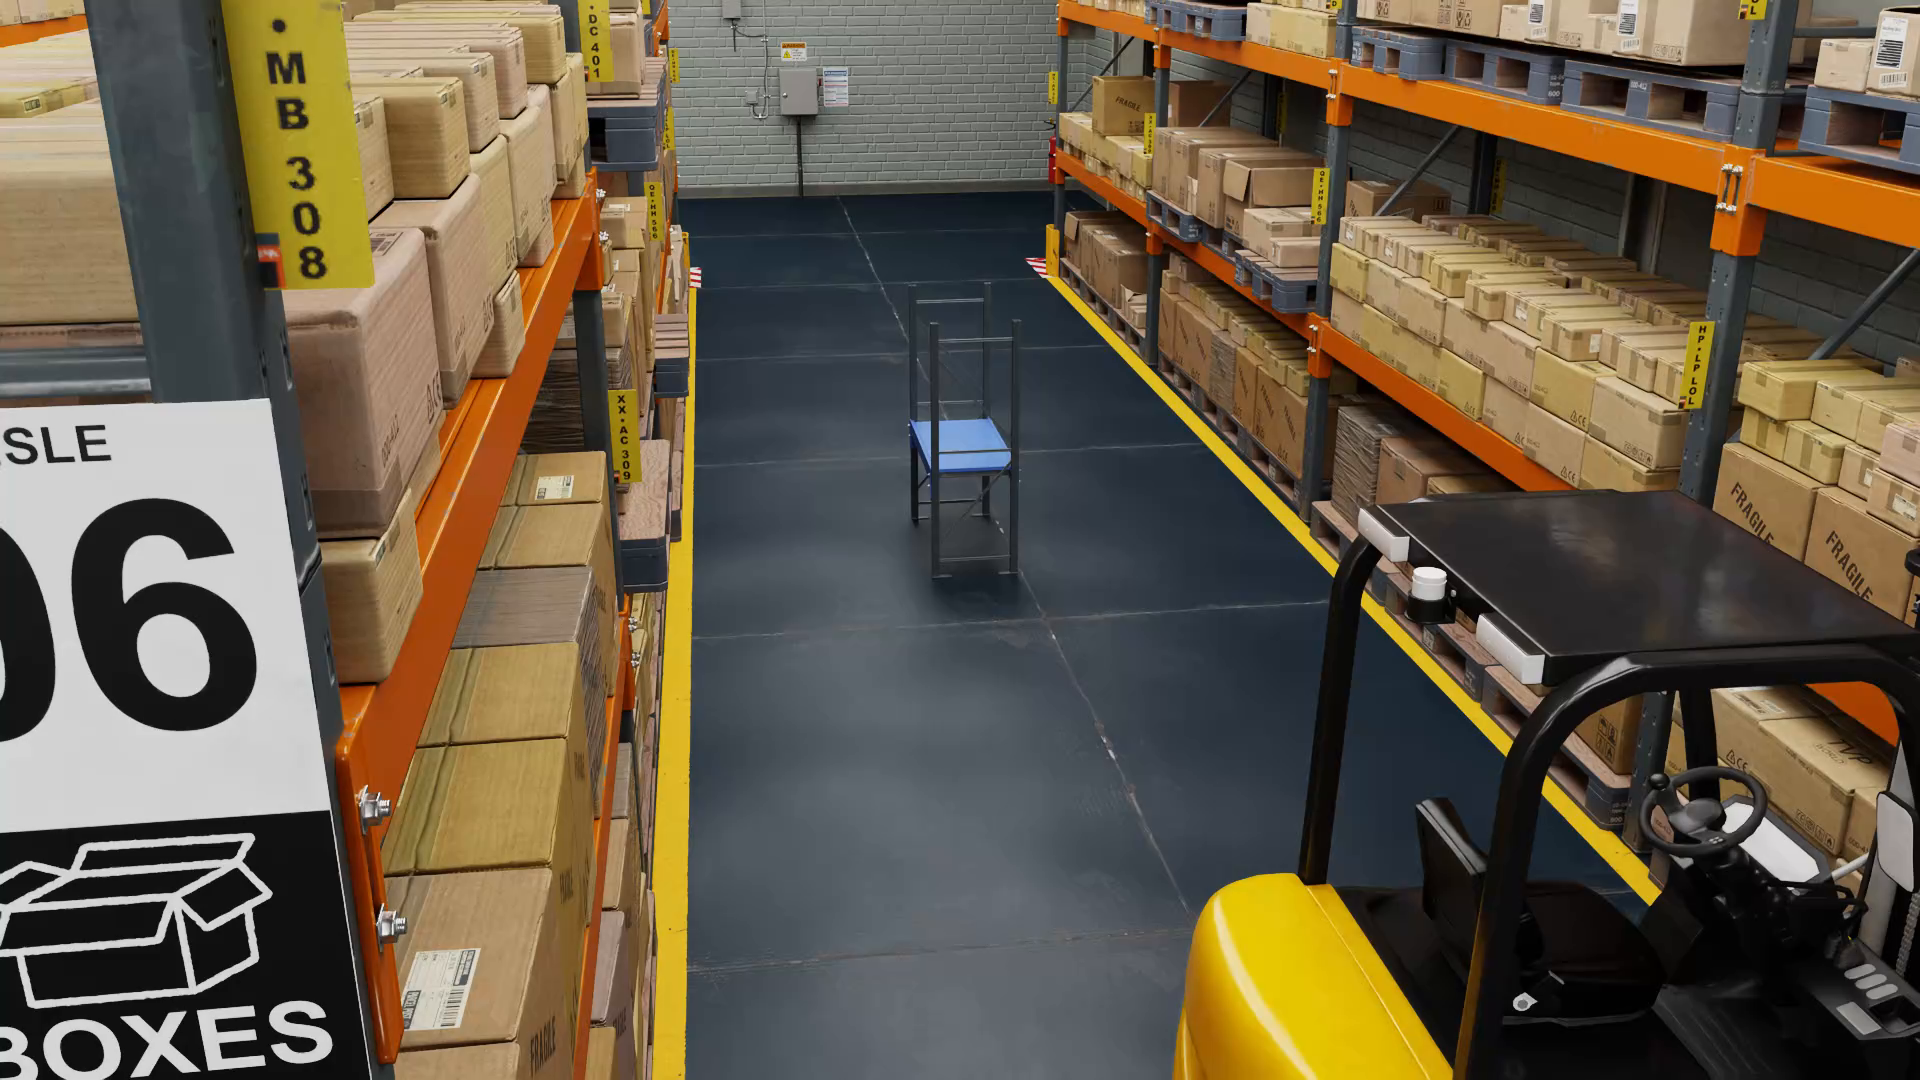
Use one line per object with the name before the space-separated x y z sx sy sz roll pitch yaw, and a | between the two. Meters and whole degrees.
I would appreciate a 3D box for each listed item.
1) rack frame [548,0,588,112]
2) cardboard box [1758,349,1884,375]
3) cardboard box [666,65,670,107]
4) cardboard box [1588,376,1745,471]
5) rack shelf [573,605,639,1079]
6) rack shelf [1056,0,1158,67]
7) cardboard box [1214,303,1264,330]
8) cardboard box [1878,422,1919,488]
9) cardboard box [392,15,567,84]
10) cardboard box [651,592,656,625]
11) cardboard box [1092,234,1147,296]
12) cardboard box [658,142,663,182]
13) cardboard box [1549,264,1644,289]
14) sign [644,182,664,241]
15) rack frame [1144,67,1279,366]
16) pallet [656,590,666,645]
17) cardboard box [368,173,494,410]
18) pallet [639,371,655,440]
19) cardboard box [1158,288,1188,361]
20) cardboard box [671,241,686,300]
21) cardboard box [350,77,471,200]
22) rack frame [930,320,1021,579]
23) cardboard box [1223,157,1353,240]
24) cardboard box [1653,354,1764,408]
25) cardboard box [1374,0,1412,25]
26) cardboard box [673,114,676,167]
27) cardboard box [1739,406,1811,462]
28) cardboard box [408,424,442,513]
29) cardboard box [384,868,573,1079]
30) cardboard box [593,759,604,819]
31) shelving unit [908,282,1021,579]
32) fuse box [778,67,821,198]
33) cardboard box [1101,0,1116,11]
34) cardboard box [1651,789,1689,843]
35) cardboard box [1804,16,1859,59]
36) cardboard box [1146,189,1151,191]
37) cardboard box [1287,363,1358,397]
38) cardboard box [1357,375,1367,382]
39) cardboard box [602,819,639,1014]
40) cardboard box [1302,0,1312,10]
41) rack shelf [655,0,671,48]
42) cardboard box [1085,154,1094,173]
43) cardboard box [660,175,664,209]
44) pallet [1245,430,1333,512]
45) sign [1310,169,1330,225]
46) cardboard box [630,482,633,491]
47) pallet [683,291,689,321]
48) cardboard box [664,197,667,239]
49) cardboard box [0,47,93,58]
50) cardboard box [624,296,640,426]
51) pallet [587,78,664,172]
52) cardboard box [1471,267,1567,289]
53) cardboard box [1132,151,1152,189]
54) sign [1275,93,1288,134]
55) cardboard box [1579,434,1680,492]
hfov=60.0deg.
rack frame | -1.672 -2.724 4.647 1.000 3.000 0.127 -3 21 -8
cardboard box | 3.401 -0.648 6.595 0.380 0.149 0.250 -3 21 -9
cardboard box | -2.924 -4.078 15.275 0.500 0.500 0.500 -3 21 -8
cardboard box | 2.915 -0.486 6.730 0.500 0.250 0.500 -3 21 -9
rack shelf | -1.384 1.116 3.969 1.077 0.370 4.000 -3 21 -8
rack shelf | 1.798 -4.696 15.242 1.077 0.370 4.000 -3 21 -8
cardboard box | 2.125 -1.678 12.467 0.380 0.149 0.250 -2 21 -6
cardboard box | 3.100 -0.262 5.134 0.380 0.149 0.250 -2 21 -7
cardboard box | -1.181 -1.212 4.106 0.380 0.149 0.250 -2 21 -6
cardboard box | -2.063 0.187 8.583 0.950 0.372 0.625 -3 21 -9
cardboard box | 1.566 -2.643 15.978 0.500 0.500 0.500 -3 21 -7
cardboard box | -2.431 -2.878 12.062 0.500 0.500 0.500 -3 21 -7
cardboard box | 3.150 -1.268 8.253 0.380 0.149 0.250 -2 21 -6
sign | -1.713 -1.834 9.298 0.100 0.325 0.005 -3 21 -8
rack frame | 2.086 -2.935 13.787 1.000 3.000 0.127 -3 21 -8
pallet | -2.138 0.279 9.168 1.003 0.211 1.213 -3 21 -8
cardboard box | -0.967 -0.365 2.409 0.500 0.250 0.500 -3 21 -9
pallet | -1.923 -0.525 7.609 1.003 0.211 1.213 -3 21 -8
cardboard box | 1.933 -1.782 13.672 0.500 0.500 0.500 -2 21 -5
cardboard box | -3.068 -2.525 15.750 0.875 0.438 0.875 -2 21 -6
cardboard box | -0.935 -0.590 2.440 0.380 0.149 0.250 -3 21 -8
rack frame | 0.086 -0.497 9.403 0.500 1.500 0.032 -3 21 -8
cardboard box | 2.244 -2.351 11.476 0.797 0.503 0.637 -3 21 -9
cardboard box | 2.970 -0.623 6.527 0.380 0.149 0.250 -2 21 -6
cardboard box | 2.526 -2.982 8.741 0.500 0.500 0.500 -3 21 -7
cardboard box | -3.071 -3.961 16.392 0.500 0.500 0.500 -3 21 -7
cardboard box | 3.025 -0.392 5.909 0.380 0.149 0.250 -3 21 -9
cardboard box | -0.953 -0.127 2.341 0.380 0.149 0.250 -2 21 -6
cardboard box | -0.967 0.928 2.876 0.500 0.500 0.500 -2 21 -6
cardboard box | -1.175 0.652 4.543 0.380 0.149 0.250 -3 21 -9
shelving unit | 0.012 -0.673 9.875 0.538 1.500 1.048 -3 21 -8
fuse box | -2.138 -5.471 22.419 0.539 1.711 0.414 -3 21 -8
cardboard box | 1.491 -4.864 15.023 0.380 0.149 0.250 -2 21 -7
cardboard box | 2.981 1.111 6.285 0.500 0.250 0.500 -3 21 -7
cardboard box | 3.311 -2.000 6.612 0.380 0.149 0.250 -3 21 -8
cardboard box | 1.790 -2.915 14.092 0.380 0.149 0.250 -3 21 -7
cardboard box | 2.341 -1.038 10.753 0.380 0.149 0.250 -4 21 -10
cardboard box | 2.828 -0.907 11.329 0.500 0.500 0.500 -3 21 -8
cardboard box | -1.246 1.194 4.990 0.500 0.500 0.500 -3 21 -7
cardboard box | 2.343 -3.365 10.297 0.380 0.149 0.250 -2 21 -7
rack shelf | -3.114 -4.444 14.568 1.077 0.370 4.000 -3 21 -8
cardboard box | 1.422 -3.626 15.996 0.380 0.149 0.250 -4 21 -9
cardboard box | -2.442 -2.534 12.214 0.500 0.250 0.500 -2 21 -6
pallet | 2.592 -0.504 11.264 1.003 0.211 1.213 -3 21 -8
sign | 2.127 -2.025 9.808 0.100 0.325 0.005 -3 21 -8
cardboard box | -1.466 -0.287 6.455 0.380 0.149 0.250 -2 21 -7
pallet | -3.037 -2.067 15.450 1.003 0.211 1.213 -3 21 -8
cardboard box | -2.511 -2.470 12.758 0.500 0.250 0.500 -3 21 -9
cardboard box | -1.691 -0.821 3.059 0.380 0.149 0.250 -2 21 -6
cardboard box | -1.529 -0.646 6.492 0.500 0.500 0.500 -3 21 -8
pallet | -1.656 -1.450 5.792 1.213 0.211 1.003 -3 21 -8
cardboard box | 2.747 -1.244 8.190 0.380 0.149 0.250 -3 21 -8
cardboard box | 1.771 -3.168 14.200 0.500 0.250 0.500 -2 21 -6
sign | 2.635 -3.507 13.663 0.100 0.325 0.005 -3 21 -8
cardboard box | 2.908 -0.256 6.829 0.500 0.250 0.500 -2 21 -7
